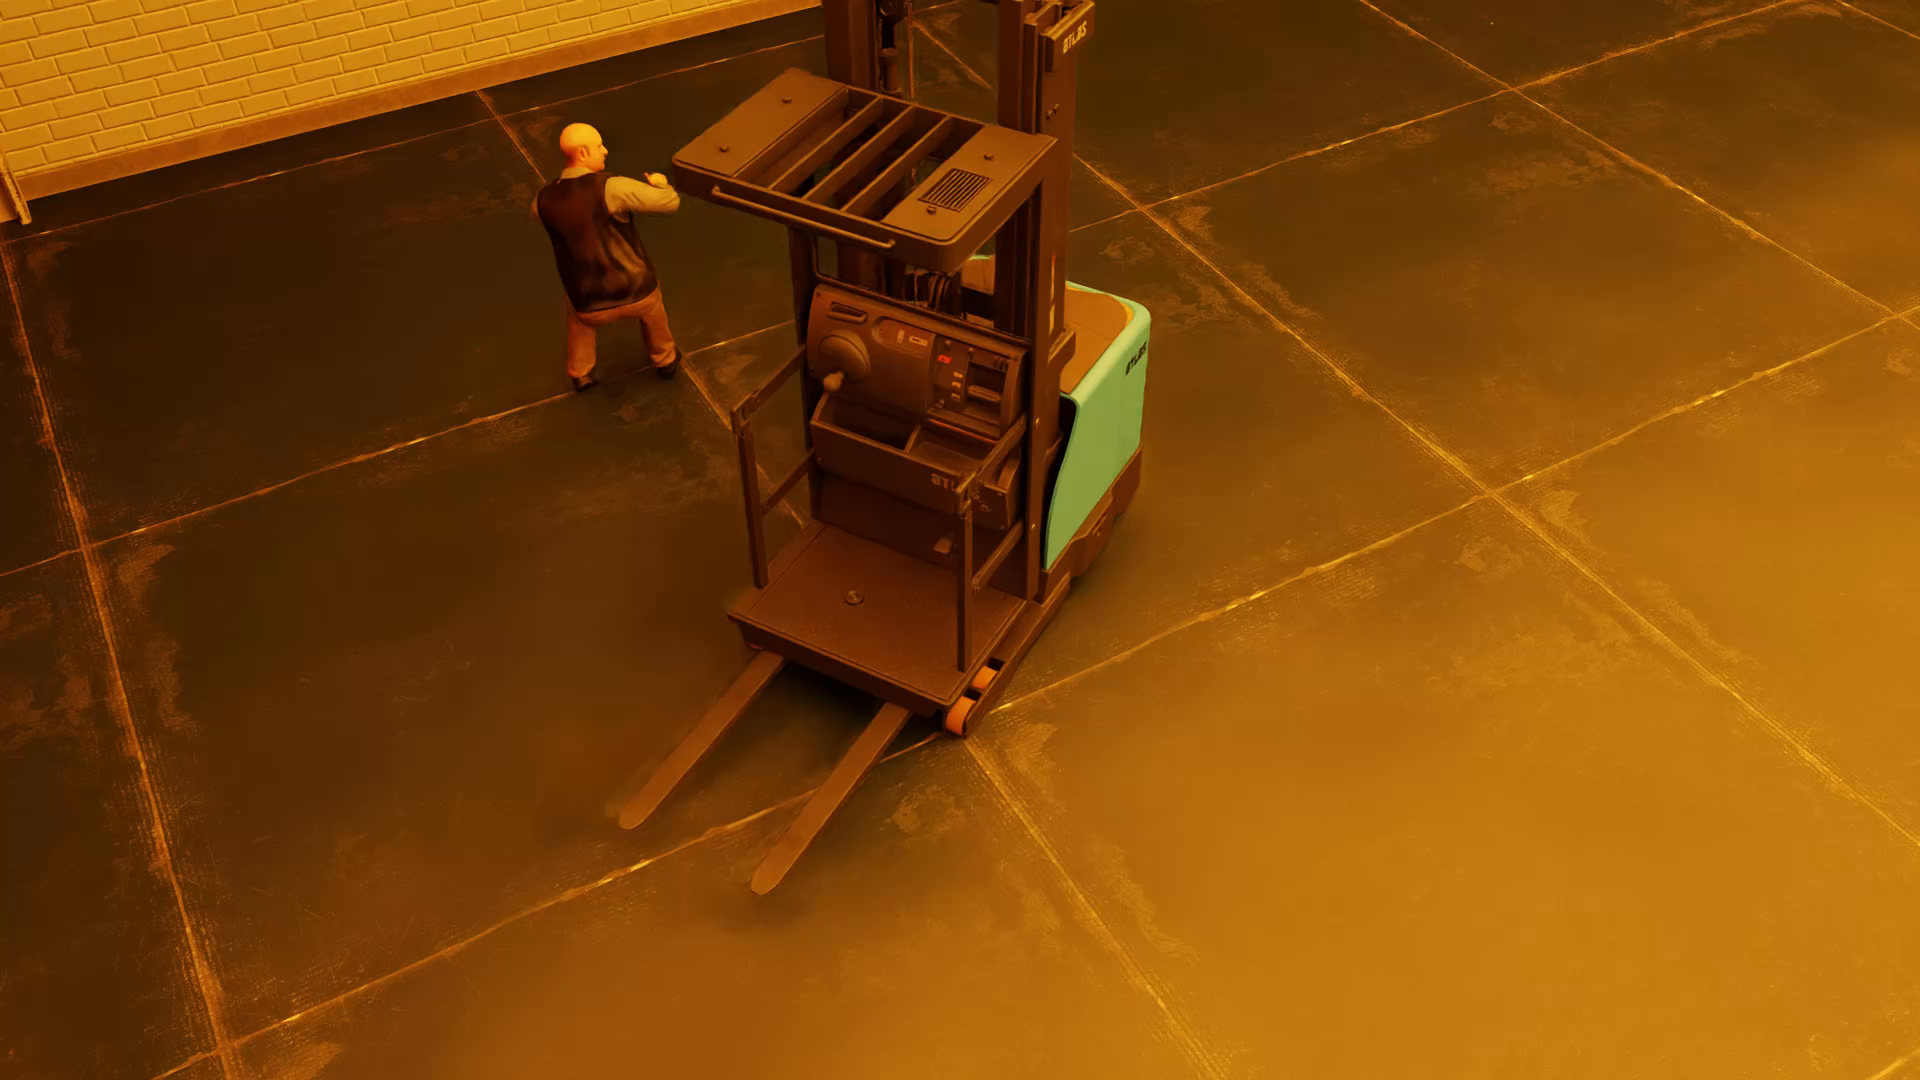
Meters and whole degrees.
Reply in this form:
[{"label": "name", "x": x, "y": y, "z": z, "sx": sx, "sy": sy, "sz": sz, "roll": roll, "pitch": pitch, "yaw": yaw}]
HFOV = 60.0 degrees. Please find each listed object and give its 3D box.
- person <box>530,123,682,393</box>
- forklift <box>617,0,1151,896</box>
[{"label": "person", "x": -1.747, "y": -1.434, "z": 8.353, "sx": 0.782, "sy": 1.464, "sz": 0.916, "roll": -3, "pitch": 43, "yaw": -3}, {"label": "forklift", "x": -0.288, "y": -0.612, "z": 6.358, "sx": 1.130, "sy": 2.935, "sz": 3.031, "roll": 21, "pitch": 47, "yaw": 21}]
